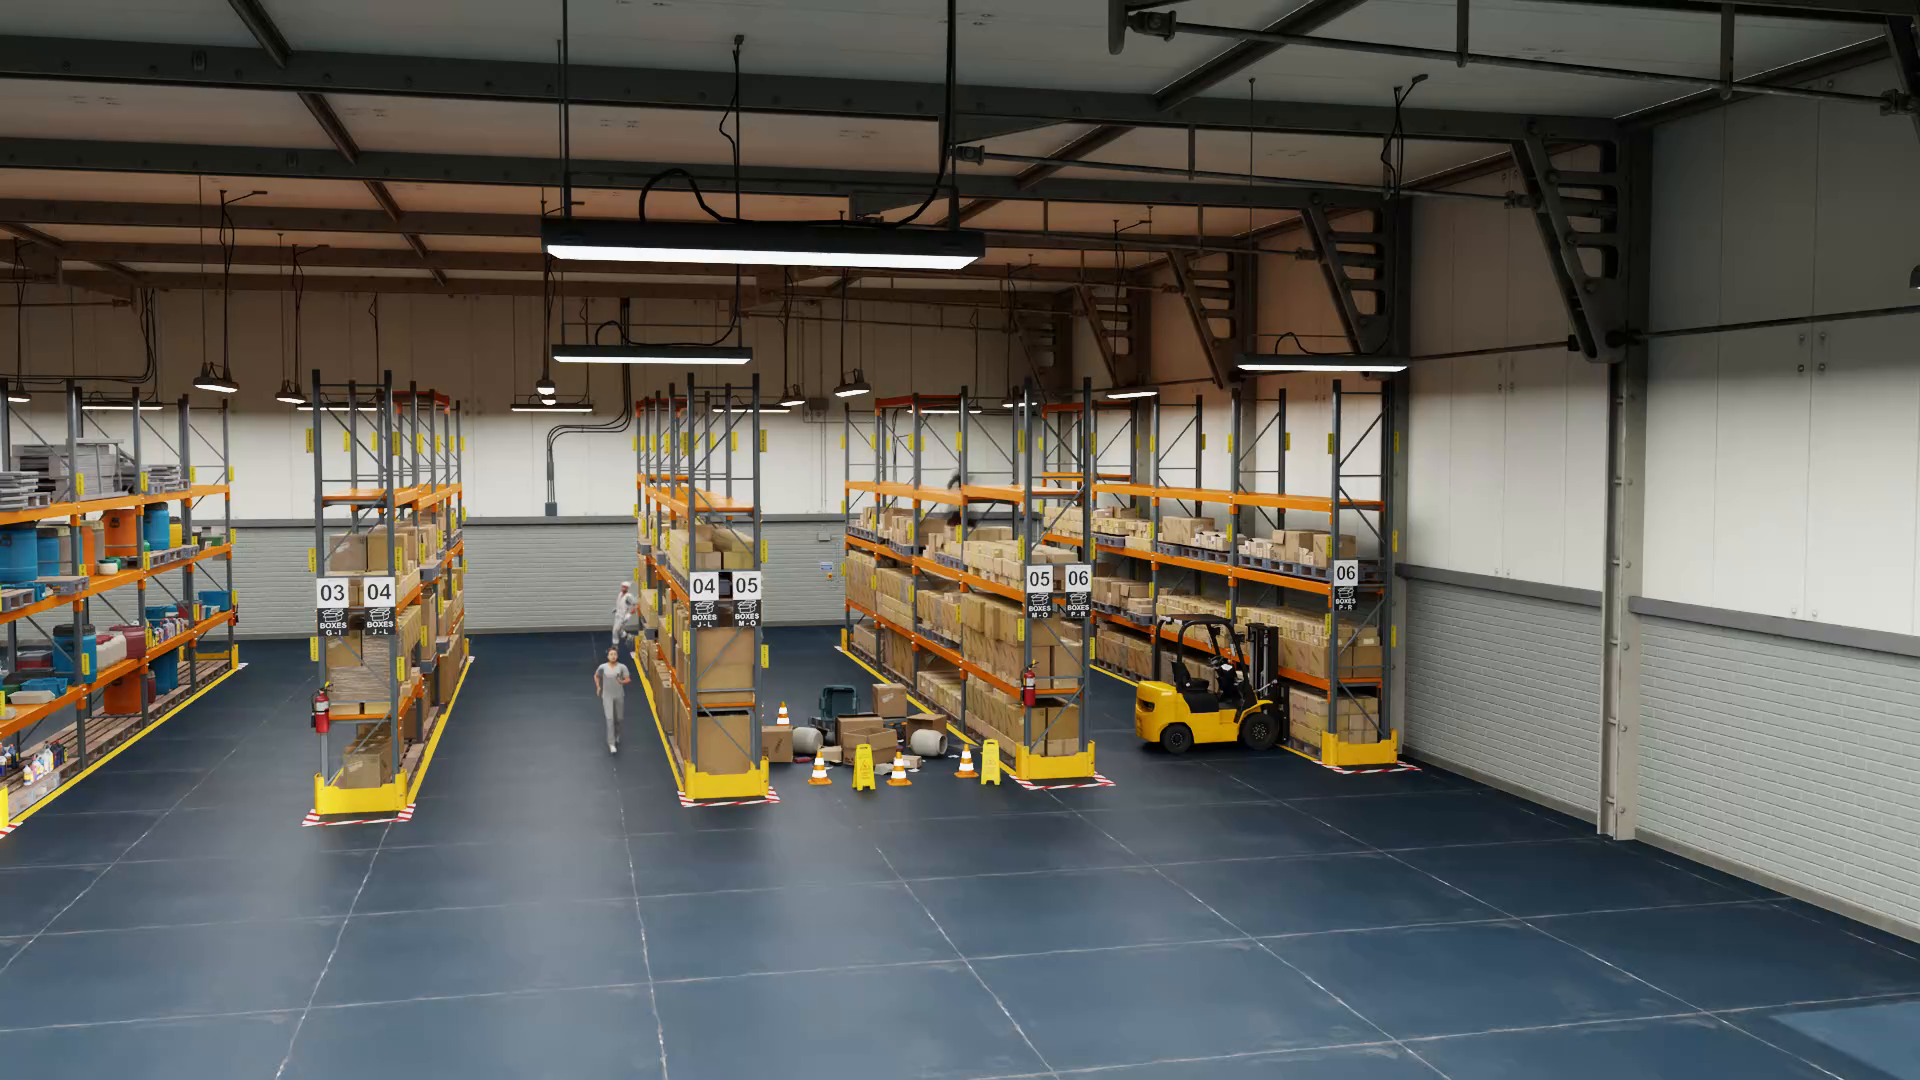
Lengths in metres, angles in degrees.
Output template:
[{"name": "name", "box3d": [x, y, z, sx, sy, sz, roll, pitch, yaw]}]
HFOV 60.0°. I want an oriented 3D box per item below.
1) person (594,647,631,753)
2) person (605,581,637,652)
[{"name": "person", "box3d": [-5.664, 2.574, 27.147, 0.564, 1.655, 0.969, -1, 3, -18]}, {"name": "person", "box3d": [-8.042, 1.844, 39.770, 0.766, 1.725, 0.713, -3, 5, -44]}]
